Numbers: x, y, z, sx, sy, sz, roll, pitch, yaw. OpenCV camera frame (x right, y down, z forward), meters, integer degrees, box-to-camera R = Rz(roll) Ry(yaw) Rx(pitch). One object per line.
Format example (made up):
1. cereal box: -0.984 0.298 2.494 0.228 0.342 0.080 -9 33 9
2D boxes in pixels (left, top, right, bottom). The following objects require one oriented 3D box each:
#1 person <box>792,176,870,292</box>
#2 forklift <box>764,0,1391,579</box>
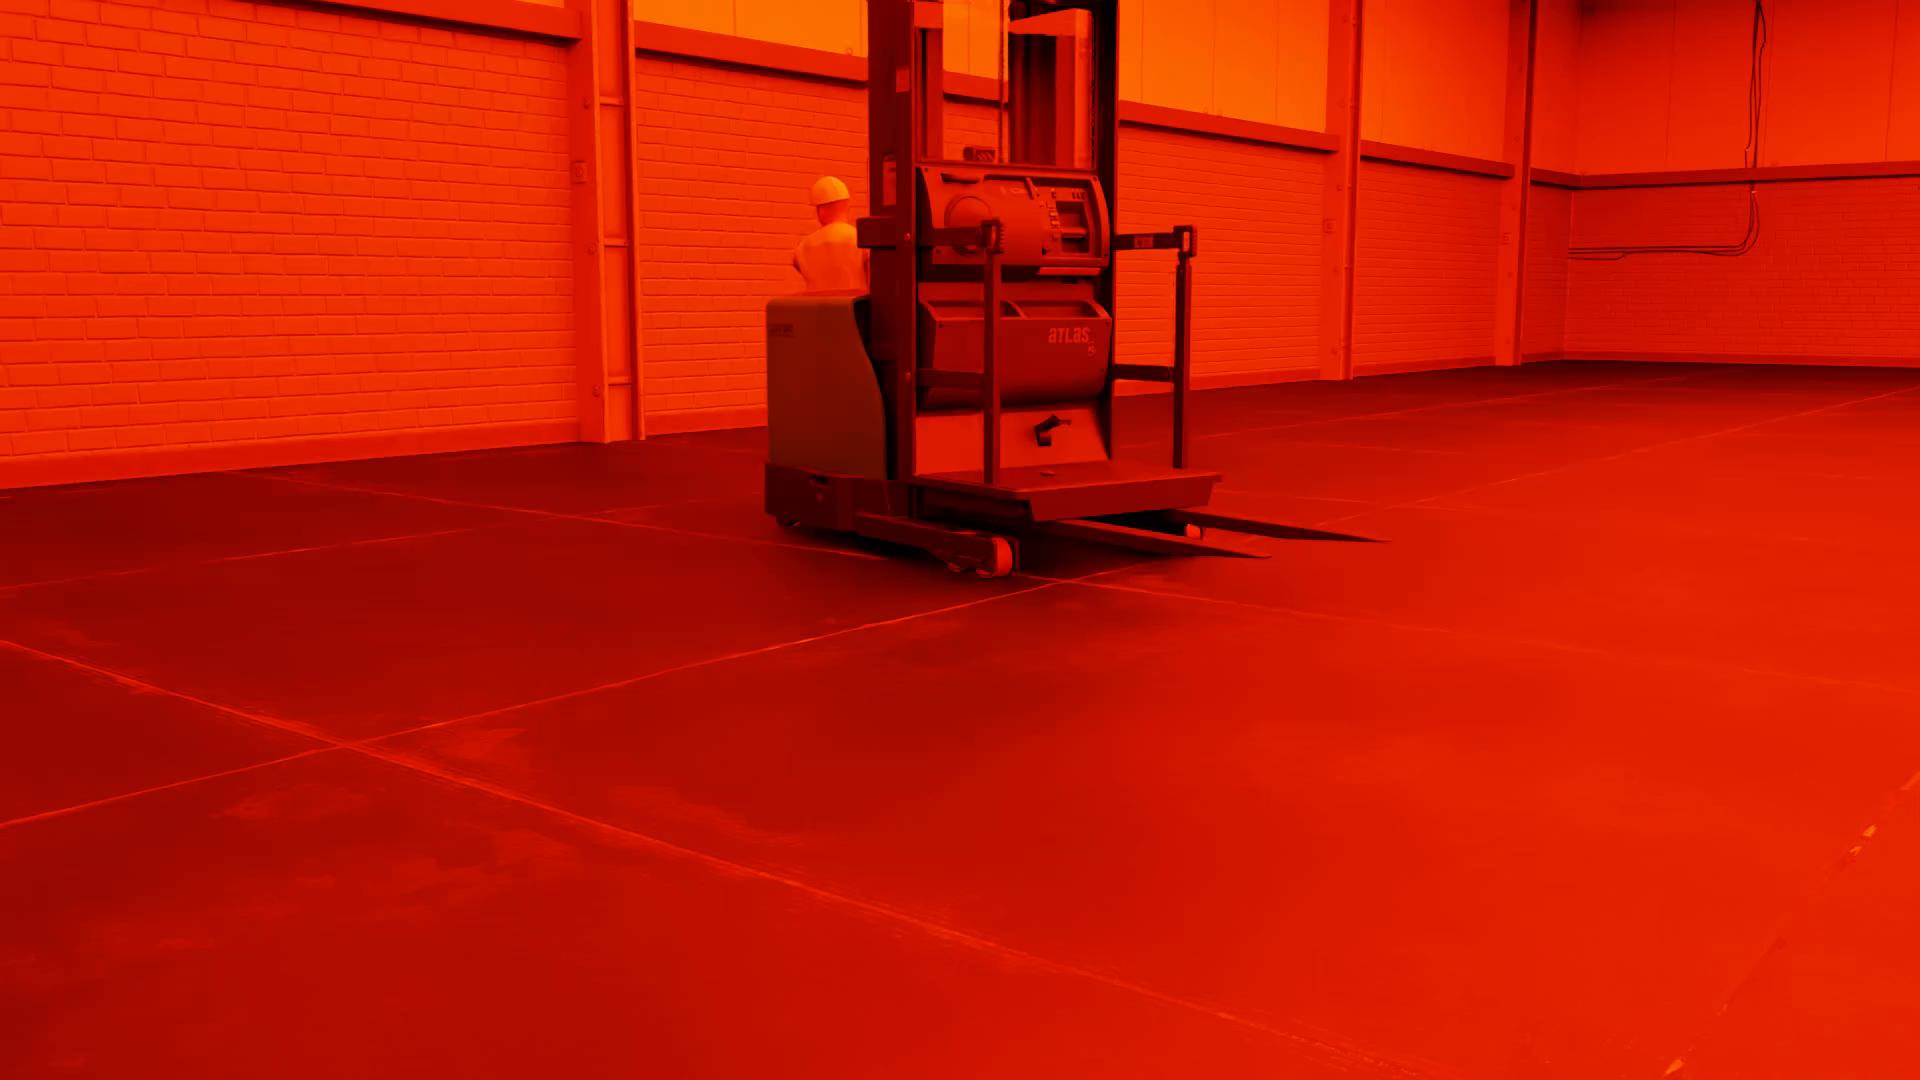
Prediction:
1. person: -0.522 -1.041 8.731 0.713 1.697 0.844 2 9 15
2. forklift: 0.363 -1.379 6.707 1.130 2.935 3.031 -6 10 -36
